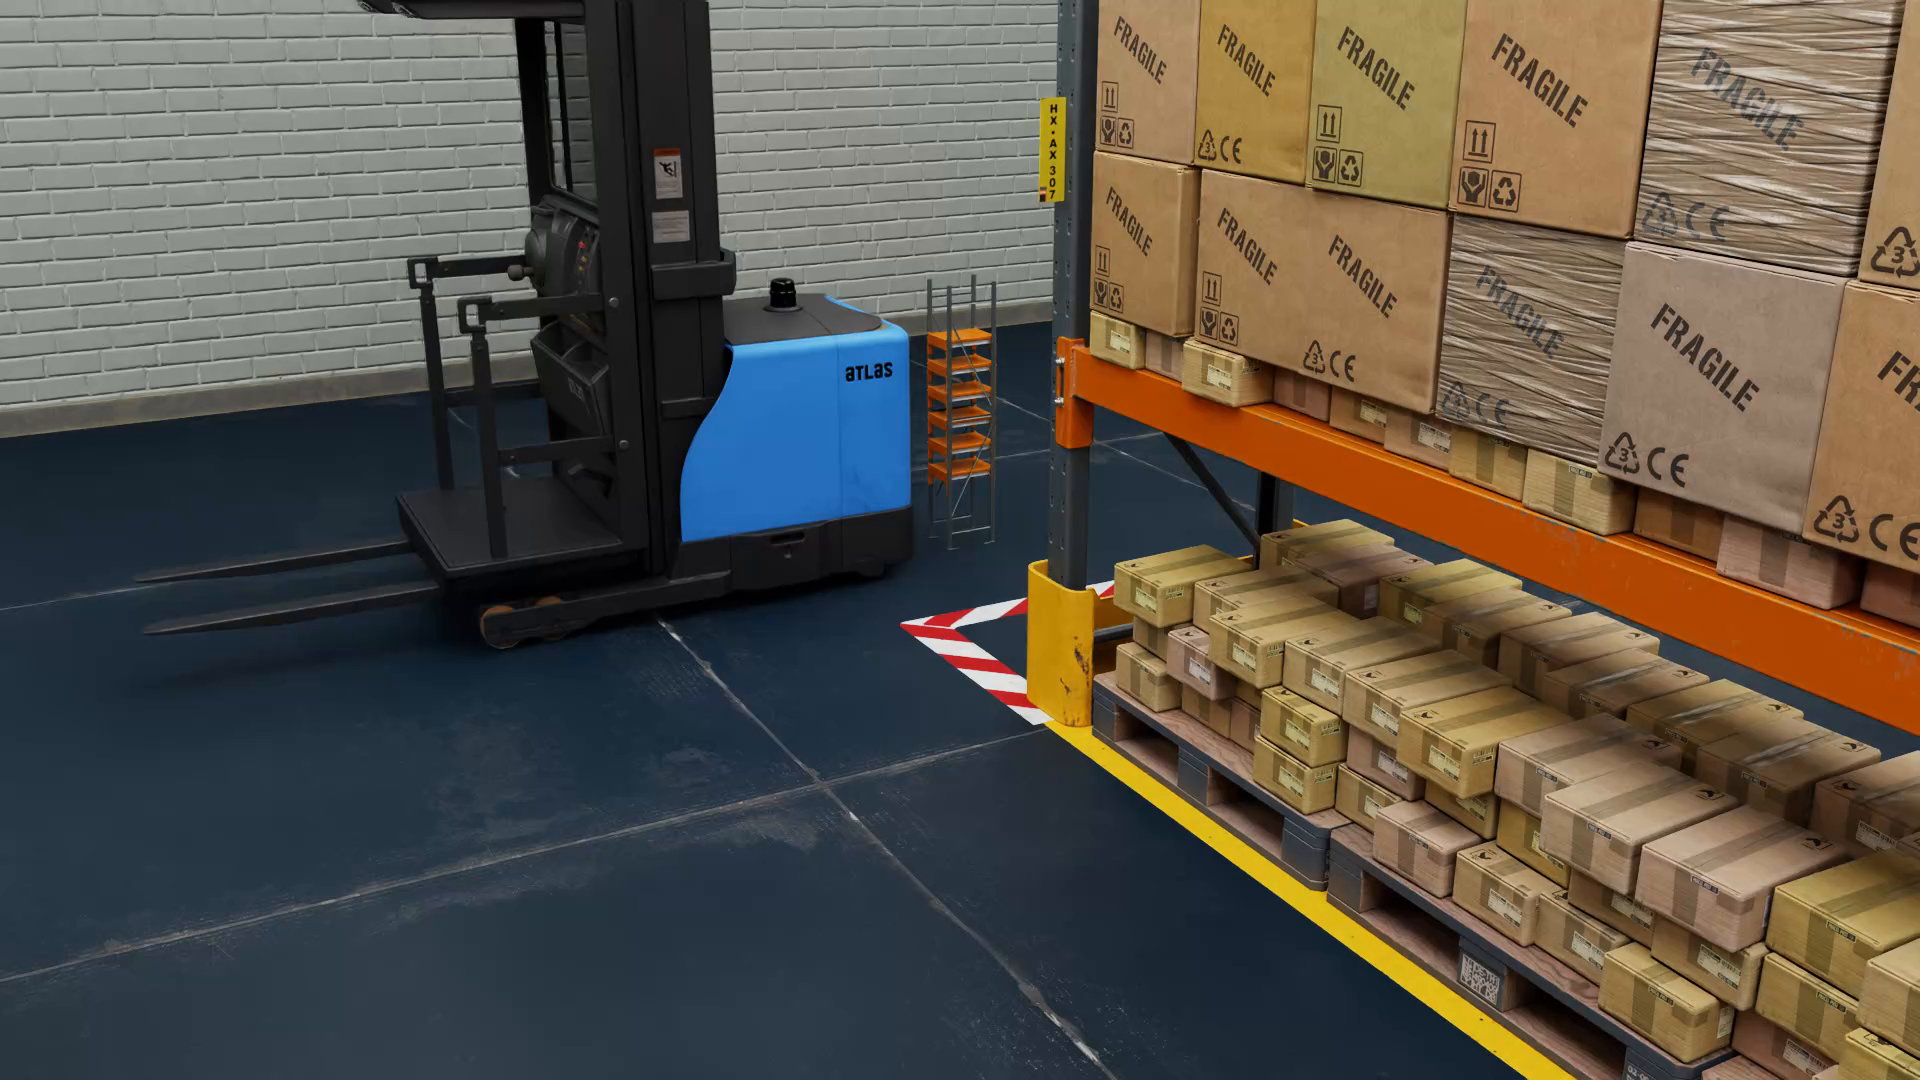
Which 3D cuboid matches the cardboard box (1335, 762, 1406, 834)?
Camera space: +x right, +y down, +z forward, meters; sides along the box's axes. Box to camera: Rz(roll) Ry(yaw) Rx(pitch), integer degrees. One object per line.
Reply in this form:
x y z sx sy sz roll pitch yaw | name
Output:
1.293 0.708 4.709 0.380 0.149 0.250 -10 21 -27 | cardboard box

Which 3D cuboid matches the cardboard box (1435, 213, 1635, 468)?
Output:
1.492 -0.501 3.877 0.500 0.500 0.500 -11 22 -28 | cardboard box

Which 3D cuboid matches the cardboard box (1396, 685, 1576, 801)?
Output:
1.368 0.523 4.332 0.380 0.149 0.250 -10 21 -26 | cardboard box

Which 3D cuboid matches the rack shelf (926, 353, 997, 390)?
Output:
0.007 -0.748 7.360 0.258 0.103 0.180 -10 21 -27 | rack shelf

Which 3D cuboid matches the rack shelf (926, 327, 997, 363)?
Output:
0.007 -0.861 7.321 0.258 0.103 0.180 -10 21 -27 | rack shelf

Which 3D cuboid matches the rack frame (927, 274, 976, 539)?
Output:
-0.037 -0.589 7.500 0.240 1.200 0.006 -10 21 -27 | rack frame

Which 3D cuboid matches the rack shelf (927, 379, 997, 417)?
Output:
0.007 -0.634 7.399 0.258 0.103 0.180 -10 21 -27 | rack shelf

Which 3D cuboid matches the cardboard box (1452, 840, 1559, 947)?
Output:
1.489 0.868 4.243 0.380 0.149 0.250 -10 21 -27 | cardboard box

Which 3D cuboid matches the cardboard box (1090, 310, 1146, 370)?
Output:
0.641 -0.660 5.332 0.380 0.149 0.250 -10 21 -27 | cardboard box

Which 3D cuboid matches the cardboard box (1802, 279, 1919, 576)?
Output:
1.952 -0.207 3.023 0.500 0.500 0.500 -11 22 -28 | cardboard box

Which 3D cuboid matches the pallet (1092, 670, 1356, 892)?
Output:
1.167 0.656 5.407 1.003 0.211 1.213 -10 21 -27 | pallet

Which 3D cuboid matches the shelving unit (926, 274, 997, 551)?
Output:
0.007 -0.563 7.424 0.258 1.200 0.189 -10 21 -27 | shelving unit

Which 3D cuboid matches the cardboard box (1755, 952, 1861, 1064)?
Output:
1.931 0.956 3.534 0.380 0.149 0.250 -10 21 -26 | cardboard box

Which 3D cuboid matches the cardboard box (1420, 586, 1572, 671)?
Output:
1.621 0.278 5.043 0.380 0.149 0.250 -11 22 -29 | cardboard box

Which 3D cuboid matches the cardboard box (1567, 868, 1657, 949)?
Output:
1.683 0.805 3.969 0.380 0.149 0.250 -11 22 -29 | cardboard box

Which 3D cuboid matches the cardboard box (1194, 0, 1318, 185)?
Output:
1.001 -1.270 4.570 0.500 0.500 0.500 -9 21 -25 | cardboard box

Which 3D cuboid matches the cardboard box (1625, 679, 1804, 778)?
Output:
1.975 0.510 4.370 0.380 0.149 0.250 -10 21 -26 | cardboard box

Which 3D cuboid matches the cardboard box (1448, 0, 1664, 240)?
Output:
1.473 -0.971 3.705 0.500 0.500 0.500 -11 22 -28 | cardboard box

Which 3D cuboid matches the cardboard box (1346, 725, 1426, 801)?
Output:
1.309 0.572 4.647 0.380 0.149 0.250 -11 22 -29 | cardboard box

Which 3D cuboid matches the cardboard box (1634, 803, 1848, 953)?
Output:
1.732 0.744 3.692 0.380 0.149 0.250 -11 22 -29 | cardboard box

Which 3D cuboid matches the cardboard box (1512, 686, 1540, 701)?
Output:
1.783 0.489 4.888 0.380 0.149 0.250 -10 21 -26 | cardboard box

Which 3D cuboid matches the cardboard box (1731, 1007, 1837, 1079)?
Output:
1.939 1.067 3.668 0.380 0.149 0.250 -11 22 -28 | cardboard box

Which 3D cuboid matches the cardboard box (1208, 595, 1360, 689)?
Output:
0.970 0.301 4.976 0.380 0.149 0.250 -10 21 -27 | cardboard box

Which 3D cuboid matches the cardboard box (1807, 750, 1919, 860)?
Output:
2.259 0.652 3.958 0.380 0.149 0.250 -9 21 -26 | cardboard box

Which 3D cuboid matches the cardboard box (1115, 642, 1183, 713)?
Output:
0.743 0.426 5.524 0.380 0.149 0.250 -10 21 -26 | cardboard box

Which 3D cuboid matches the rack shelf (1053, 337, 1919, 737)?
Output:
1.726 -0.009 4.161 1.077 0.370 4.000 -10 21 -27 | rack shelf

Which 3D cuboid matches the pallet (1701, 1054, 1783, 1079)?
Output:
2.325 1.356 3.377 1.003 0.211 1.213 -10 21 -27 | pallet

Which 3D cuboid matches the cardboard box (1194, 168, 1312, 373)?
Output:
1.023 -0.789 4.711 0.500 0.500 0.500 -10 21 -27 | cardboard box

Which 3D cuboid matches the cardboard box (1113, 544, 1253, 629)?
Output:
0.726 0.148 5.418 0.380 0.149 0.250 -11 22 -29 | cardboard box

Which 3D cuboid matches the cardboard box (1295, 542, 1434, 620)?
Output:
1.319 0.139 5.445 0.380 0.149 0.250 -10 21 -26 | cardboard box

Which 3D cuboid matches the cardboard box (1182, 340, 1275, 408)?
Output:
0.879 -0.508 4.891 0.380 0.149 0.250 -11 22 -28 | cardboard box

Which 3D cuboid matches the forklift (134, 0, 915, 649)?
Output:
-1.746 -1.161 6.504 3.031 2.935 1.130 -10 21 -26 | forklift

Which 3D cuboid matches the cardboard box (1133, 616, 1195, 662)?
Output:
0.799 0.276 5.504 0.380 0.149 0.250 -9 21 -24 | cardboard box

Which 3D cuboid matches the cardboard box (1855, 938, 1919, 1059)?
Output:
1.997 0.894 3.257 0.380 0.149 0.250 -10 22 -27 | cardboard box

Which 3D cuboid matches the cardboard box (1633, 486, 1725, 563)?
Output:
1.711 -0.077 3.642 0.380 0.149 0.250 -10 22 -27 | cardboard box

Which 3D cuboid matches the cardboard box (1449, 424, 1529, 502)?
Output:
1.427 -0.220 4.057 0.380 0.149 0.250 -9 21 -25 | cardboard box

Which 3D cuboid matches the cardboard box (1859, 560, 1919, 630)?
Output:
1.979 0.071 3.213 0.380 0.149 0.250 -11 22 -28 | cardboard box

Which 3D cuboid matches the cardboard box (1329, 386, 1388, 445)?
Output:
1.230 -0.373 4.500 0.380 0.149 0.250 -10 22 -27 | cardboard box
